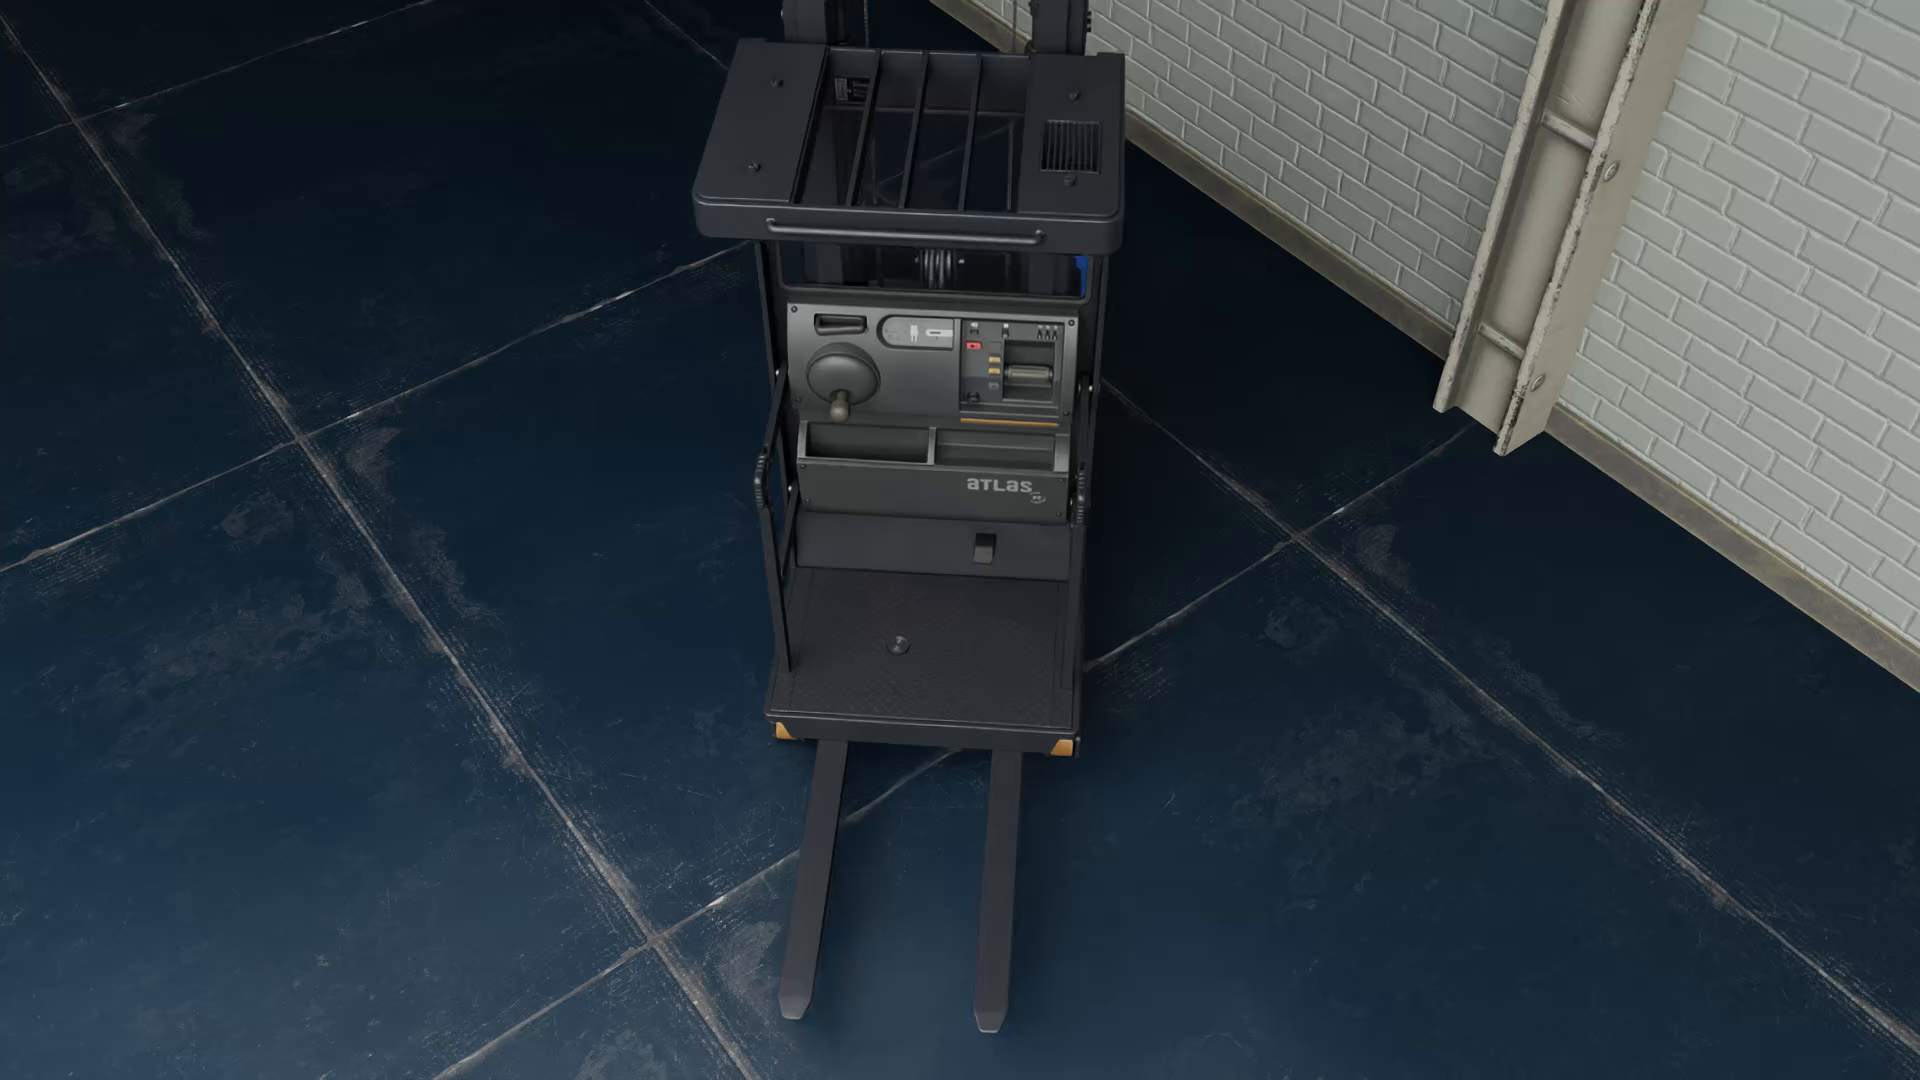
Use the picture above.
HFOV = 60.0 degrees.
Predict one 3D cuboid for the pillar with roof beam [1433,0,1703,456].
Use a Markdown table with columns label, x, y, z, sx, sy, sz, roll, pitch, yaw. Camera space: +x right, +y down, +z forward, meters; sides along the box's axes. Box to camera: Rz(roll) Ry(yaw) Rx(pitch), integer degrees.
| label | x | y | z | sx | sy | sz | roll | pitch | yaw |
| --- | --- | --- | --- | --- | --- | --- | --- | --- | --- |
| pillar with roof beam | -1.119 | -1.630 | 2.152 | 9.100 | 9.000 | 0.400 | -29 | 54 | -24 |

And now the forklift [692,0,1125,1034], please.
| label | x | y | z | sx | sy | sz | roll | pitch | yaw |
| --- | --- | --- | --- | --- | --- | --- | --- | --- | --- |
| forklift | -0.103 | -0.465 | 5.192 | 1.130 | 2.935 | 3.031 | 3 | 48 | 3 |

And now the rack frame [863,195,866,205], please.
| label | x | y | z | sx | sy | sz | roll | pitch | yaw |
| --- | --- | --- | --- | --- | --- | --- | --- | --- | --- |
| rack frame | -0.478 | -1.275 | 7.067 | 0.240 | 1.200 | 0.006 | -23 | 24 | -20 |

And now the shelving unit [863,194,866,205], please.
| label | x | y | z | sx | sy | sz | roll | pitch | yaw |
| --- | --- | --- | --- | --- | --- | --- | --- | --- | --- |
| shelving unit | -0.519 | -1.298 | 7.145 | 0.258 | 1.200 | 0.189 | -23 | 24 | -20 |
